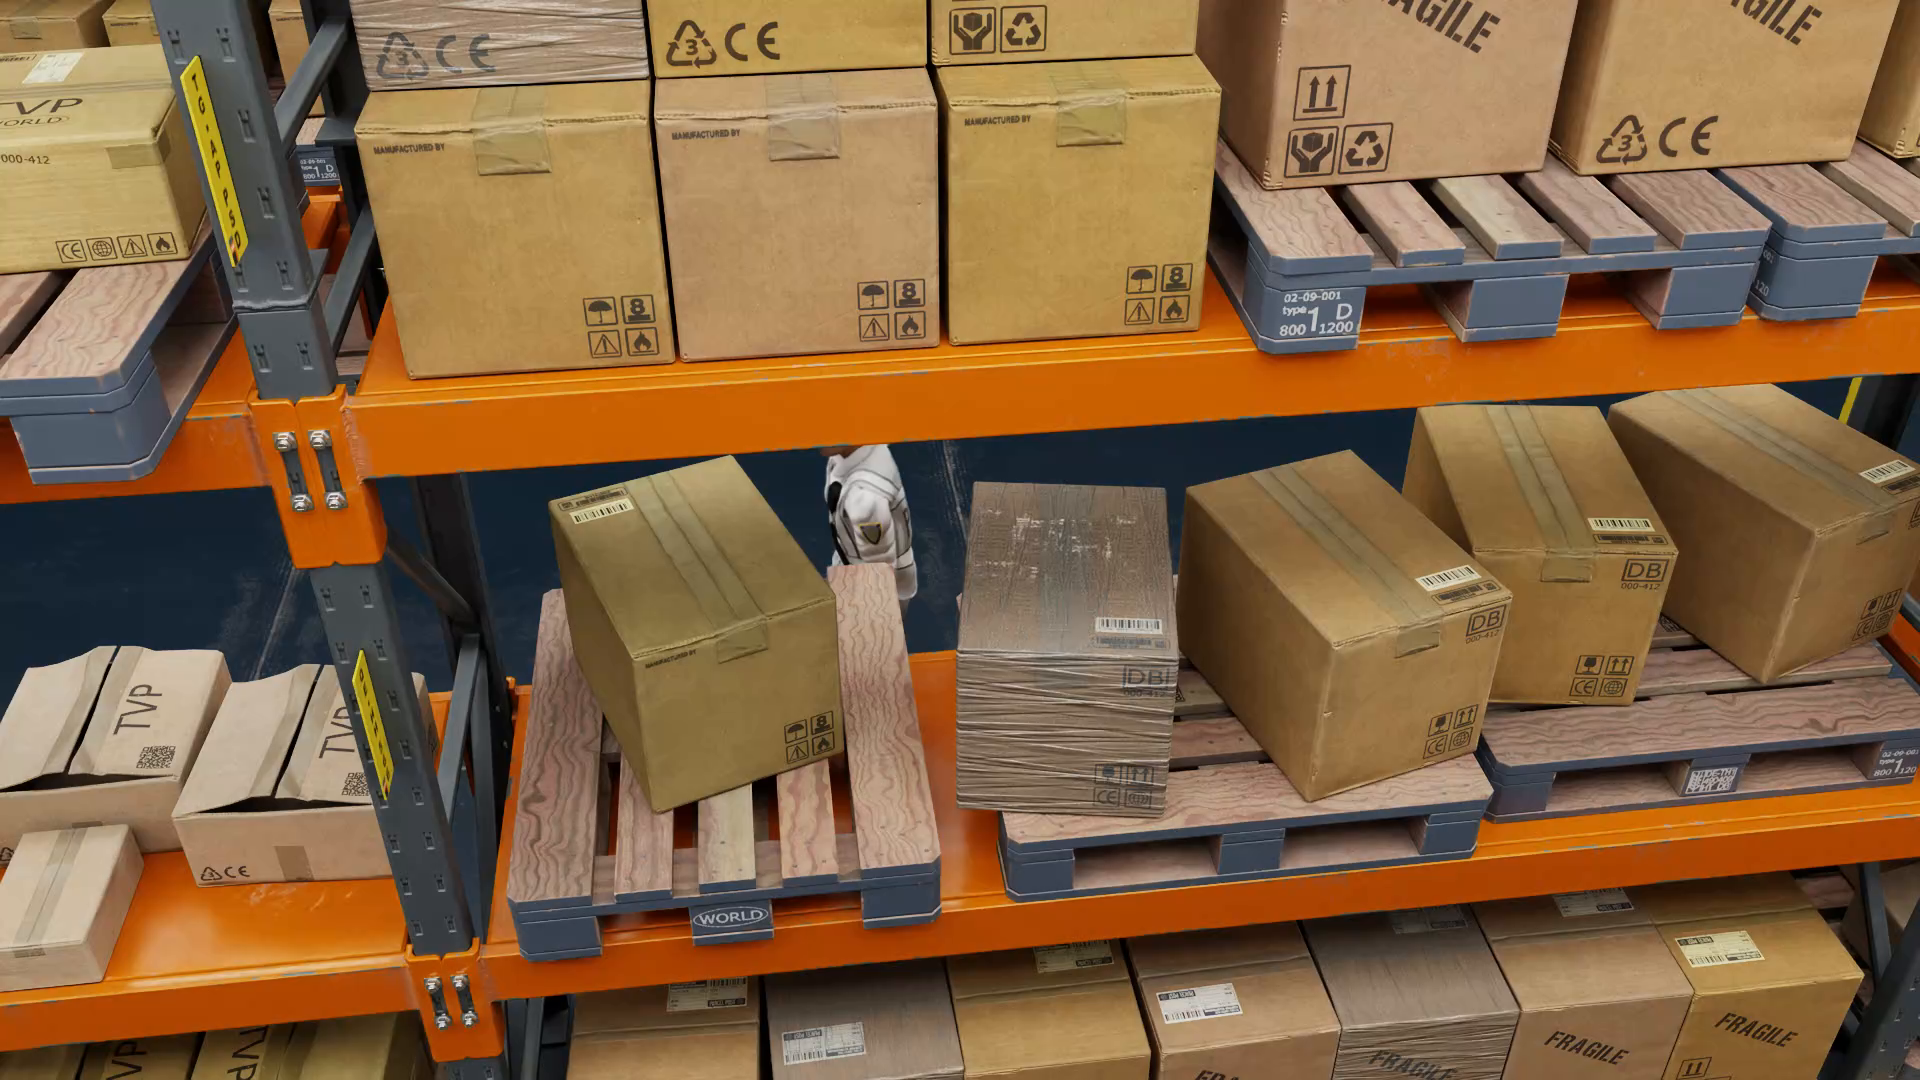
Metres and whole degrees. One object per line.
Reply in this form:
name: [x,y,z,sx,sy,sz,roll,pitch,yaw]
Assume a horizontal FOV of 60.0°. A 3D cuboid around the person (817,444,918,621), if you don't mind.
person: [-0.340,0.170,5.899,0.367,1.663,0.517,-6,35,-8]
